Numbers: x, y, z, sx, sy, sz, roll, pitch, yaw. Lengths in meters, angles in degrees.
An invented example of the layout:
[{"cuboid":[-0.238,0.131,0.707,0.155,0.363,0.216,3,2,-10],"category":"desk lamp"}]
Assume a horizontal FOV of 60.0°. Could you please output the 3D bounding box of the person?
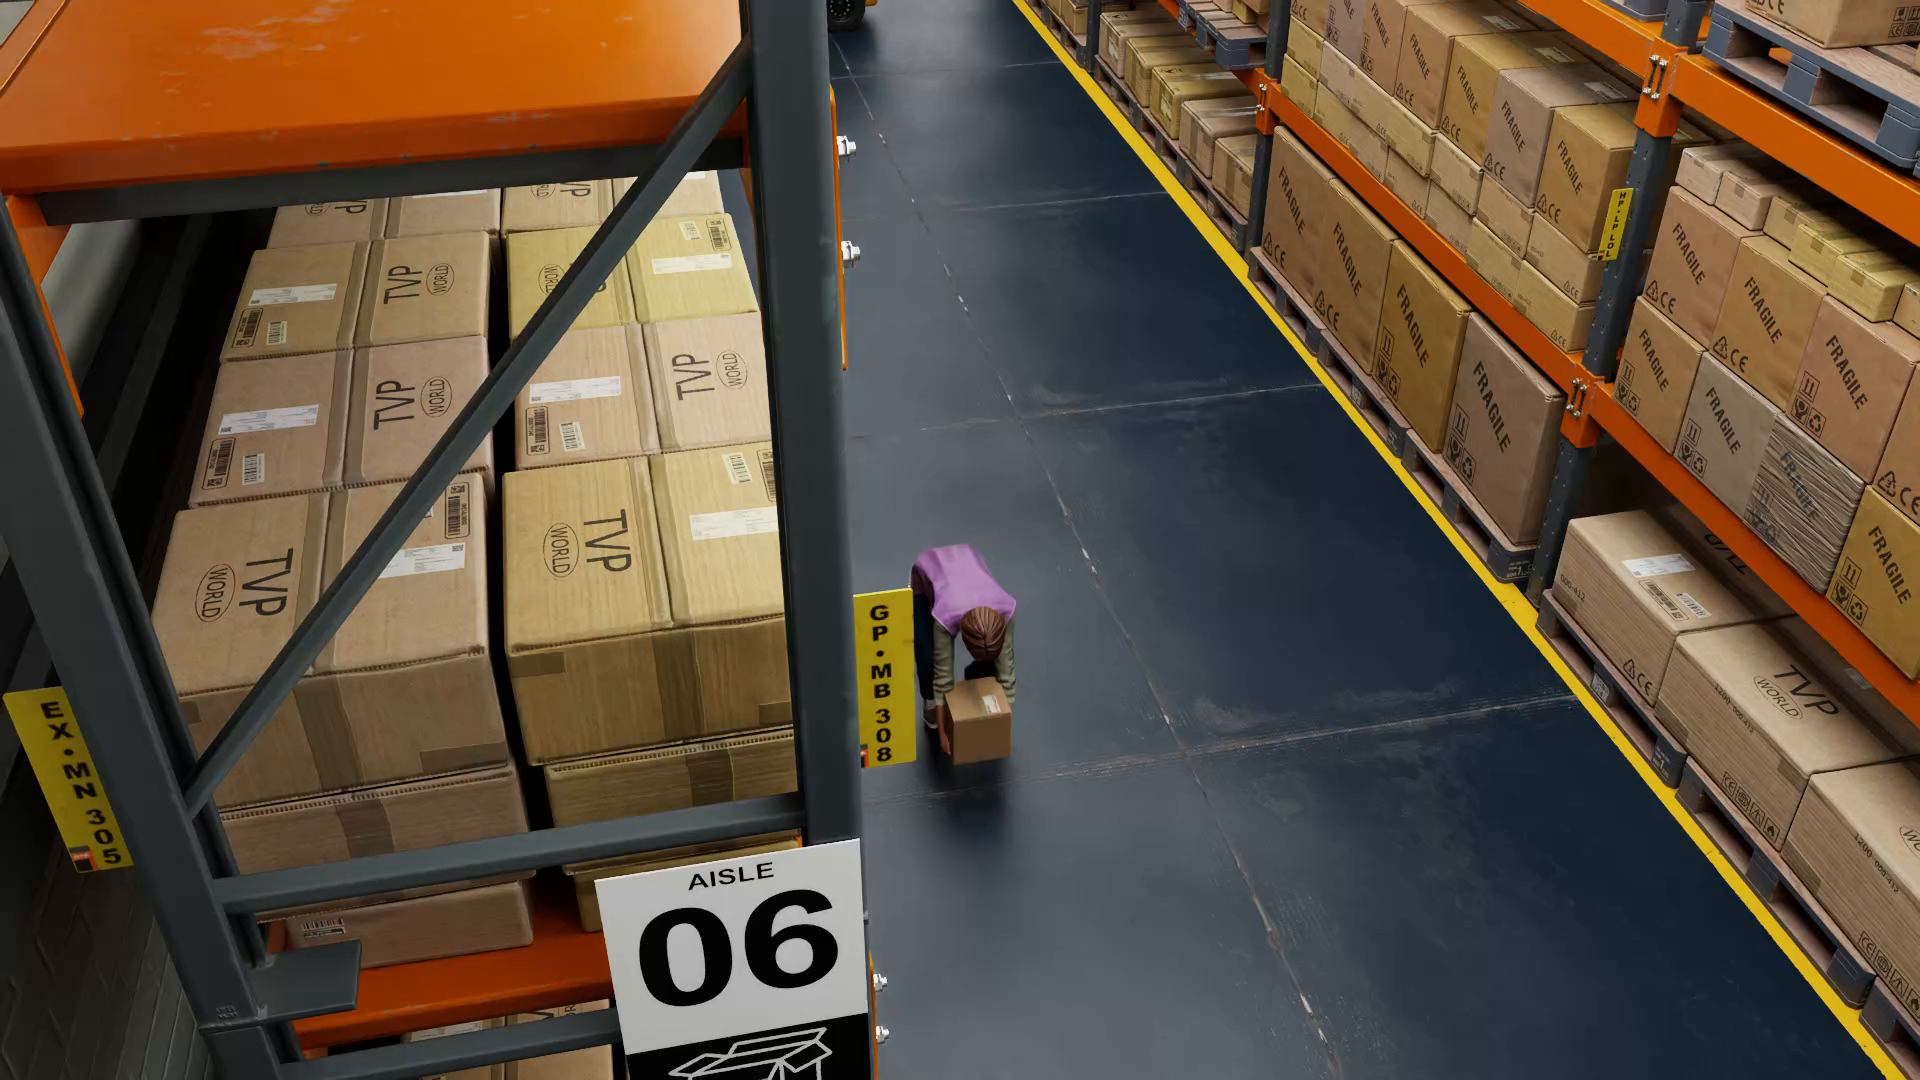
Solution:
[{"cuboid":[0.022,0.493,7.252,0.431,0.912,0.862,-7,35,-10],"category":"person"}]
